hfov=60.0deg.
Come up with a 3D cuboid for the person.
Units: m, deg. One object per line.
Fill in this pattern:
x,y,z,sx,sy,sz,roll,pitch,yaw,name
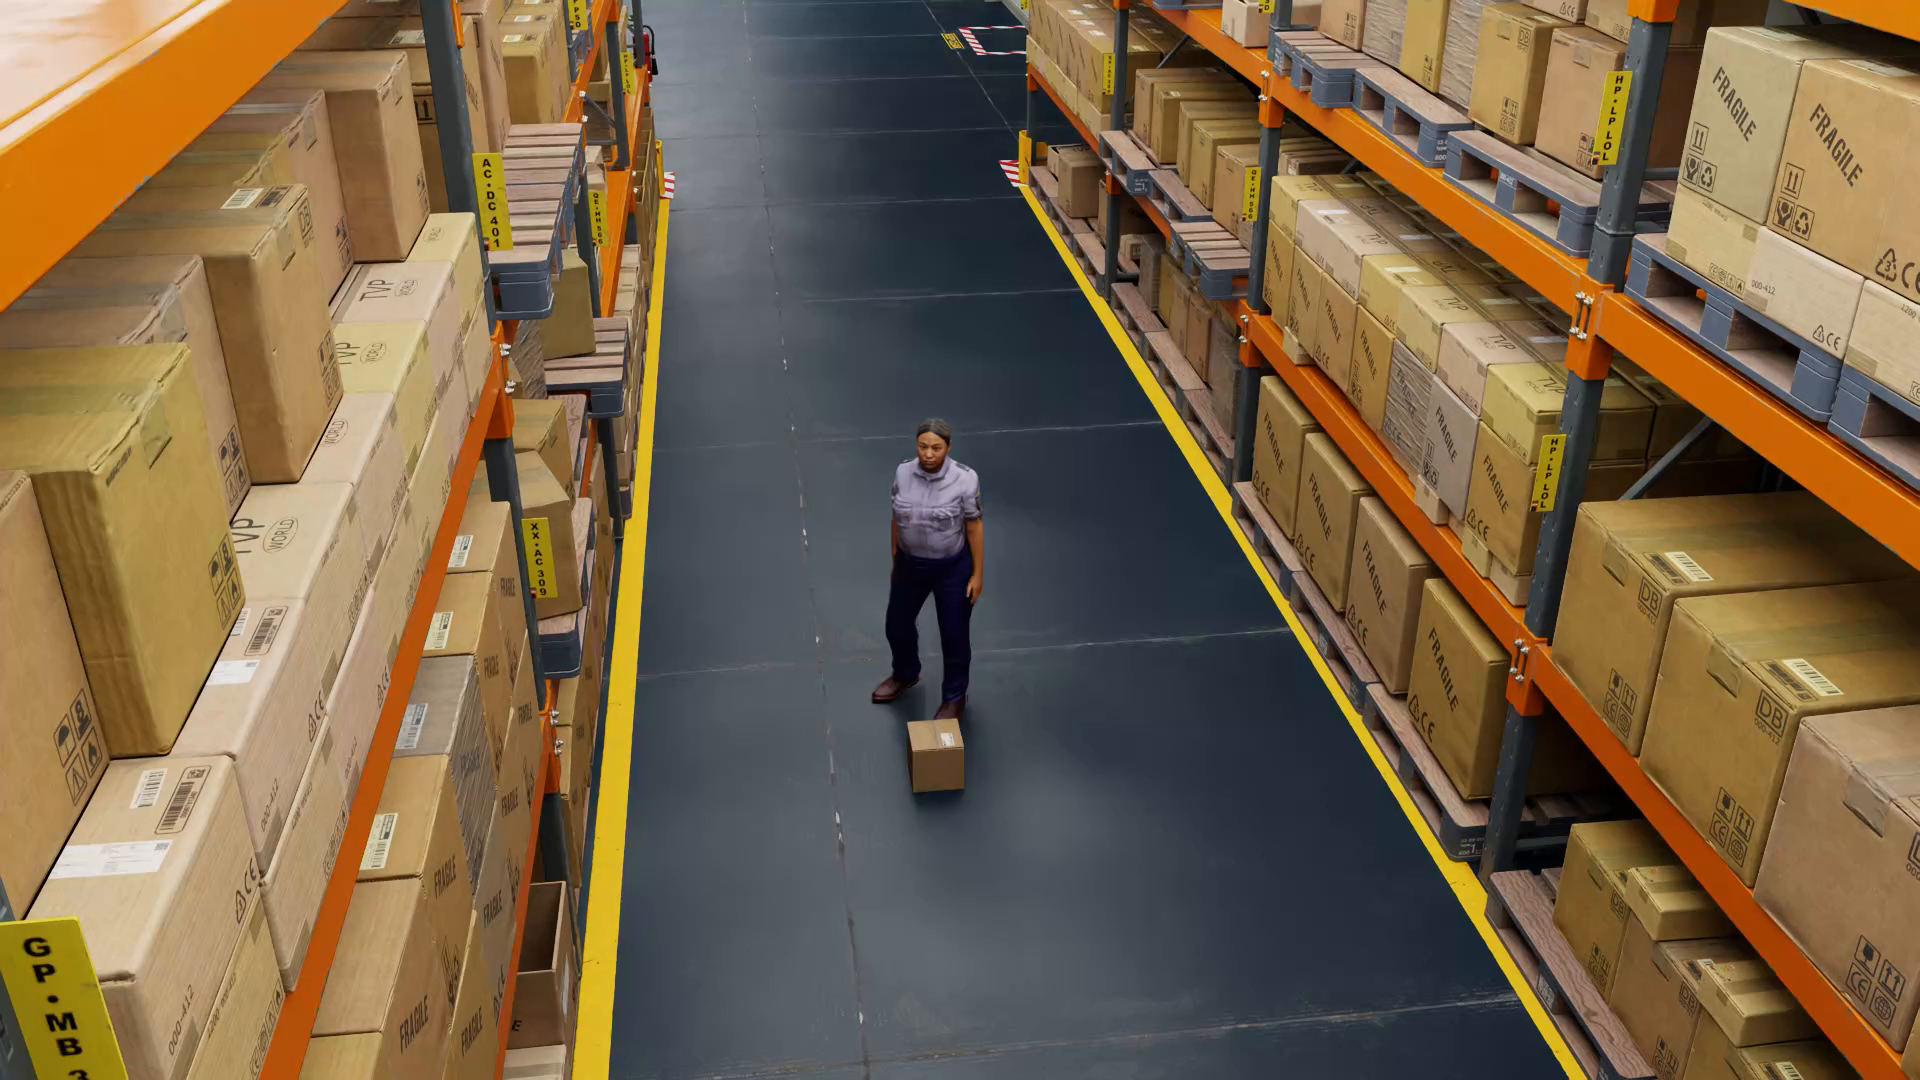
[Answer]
-0.170,0.148,8.359,0.610,1.651,0.392,9,29,17,person
